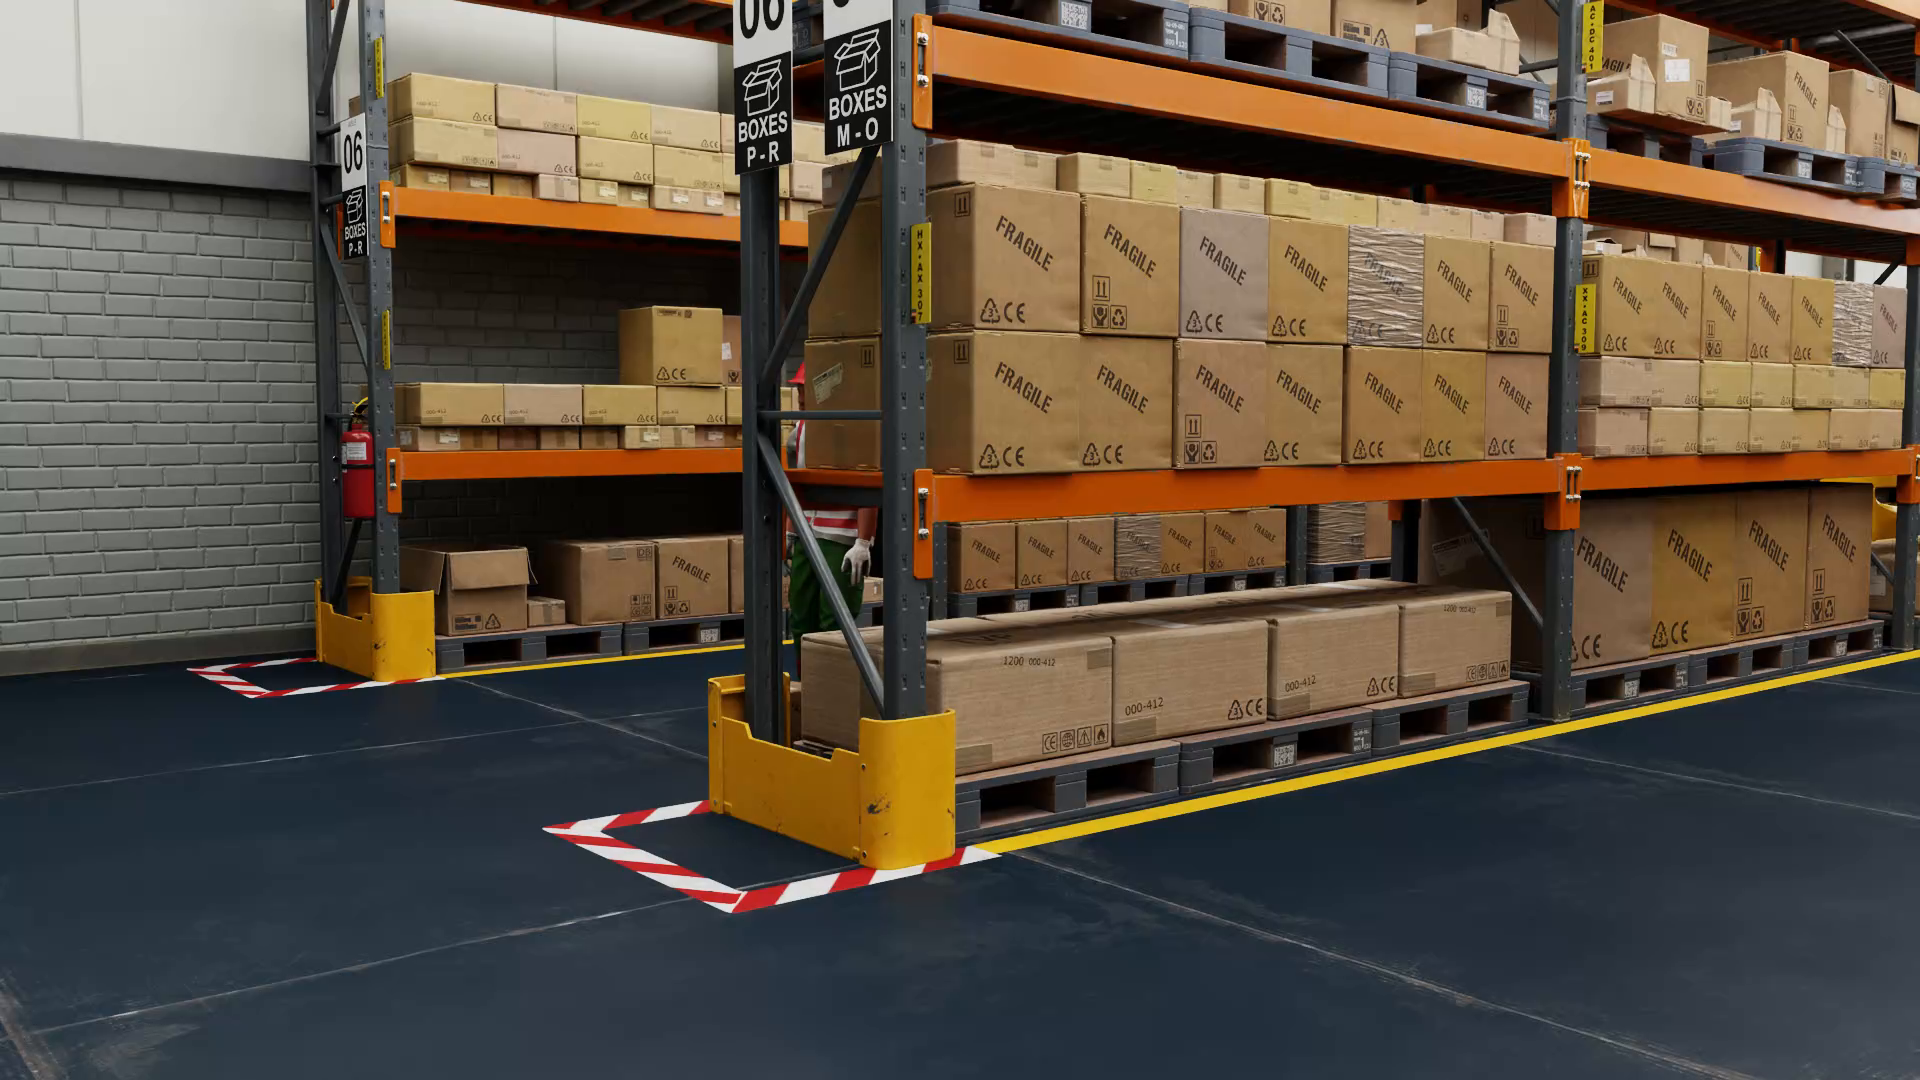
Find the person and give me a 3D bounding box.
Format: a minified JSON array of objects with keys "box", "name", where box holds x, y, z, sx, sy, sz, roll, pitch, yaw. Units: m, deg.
[{"box":[-0.637,0.036,7.839,0.450,1.779,0.619,-4,6,-44],"name":"person"}]
